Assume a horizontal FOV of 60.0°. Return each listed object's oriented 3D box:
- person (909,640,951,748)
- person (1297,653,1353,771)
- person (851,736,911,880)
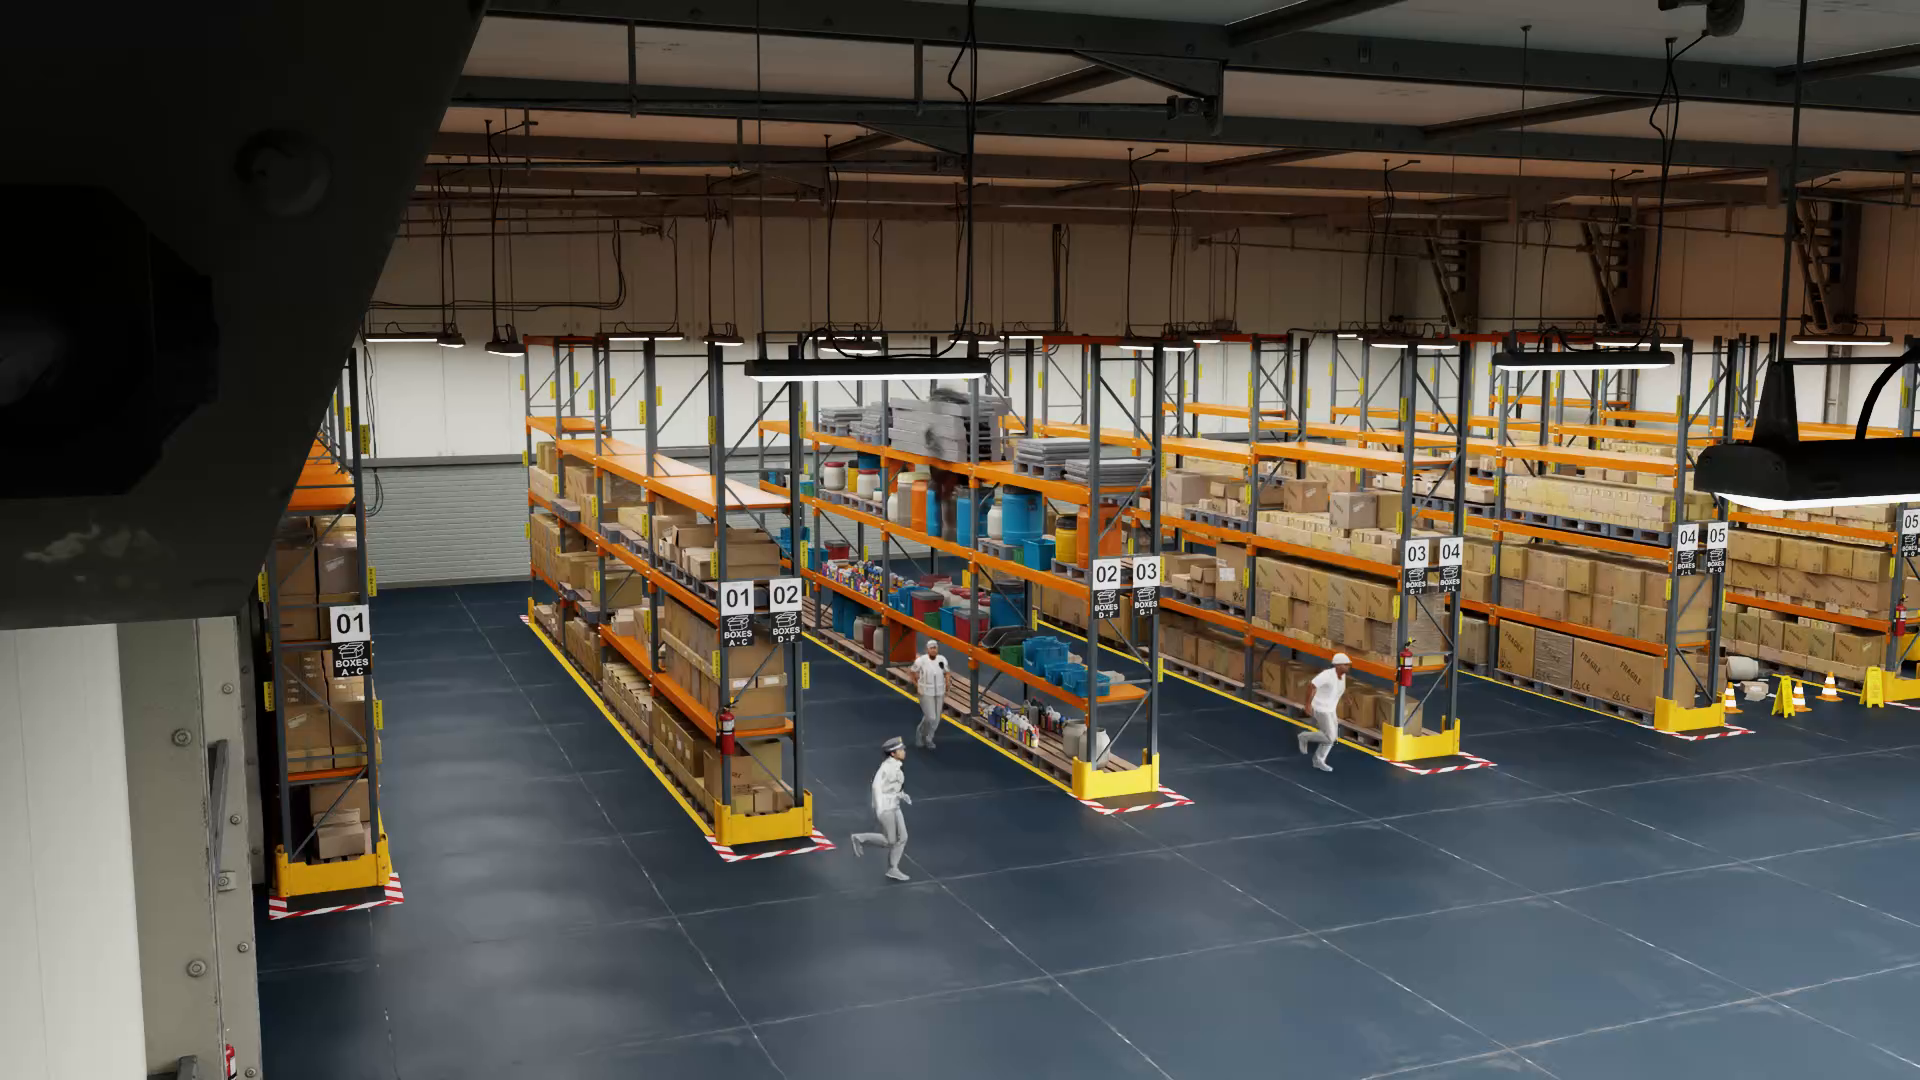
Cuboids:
[{"bbox_3d":[-0.392,2.276,24.456,0.587,1.634,0.583,-3,8,-22],"label":"person"},{"bbox_3d":[5.147,2.406,23.440,0.765,1.688,0.692,5,9,33],"label":"person"},{"bbox_3d":[-0.898,3.040,18.903,0.678,1.660,0.643,2,8,12],"label":"person"}]
